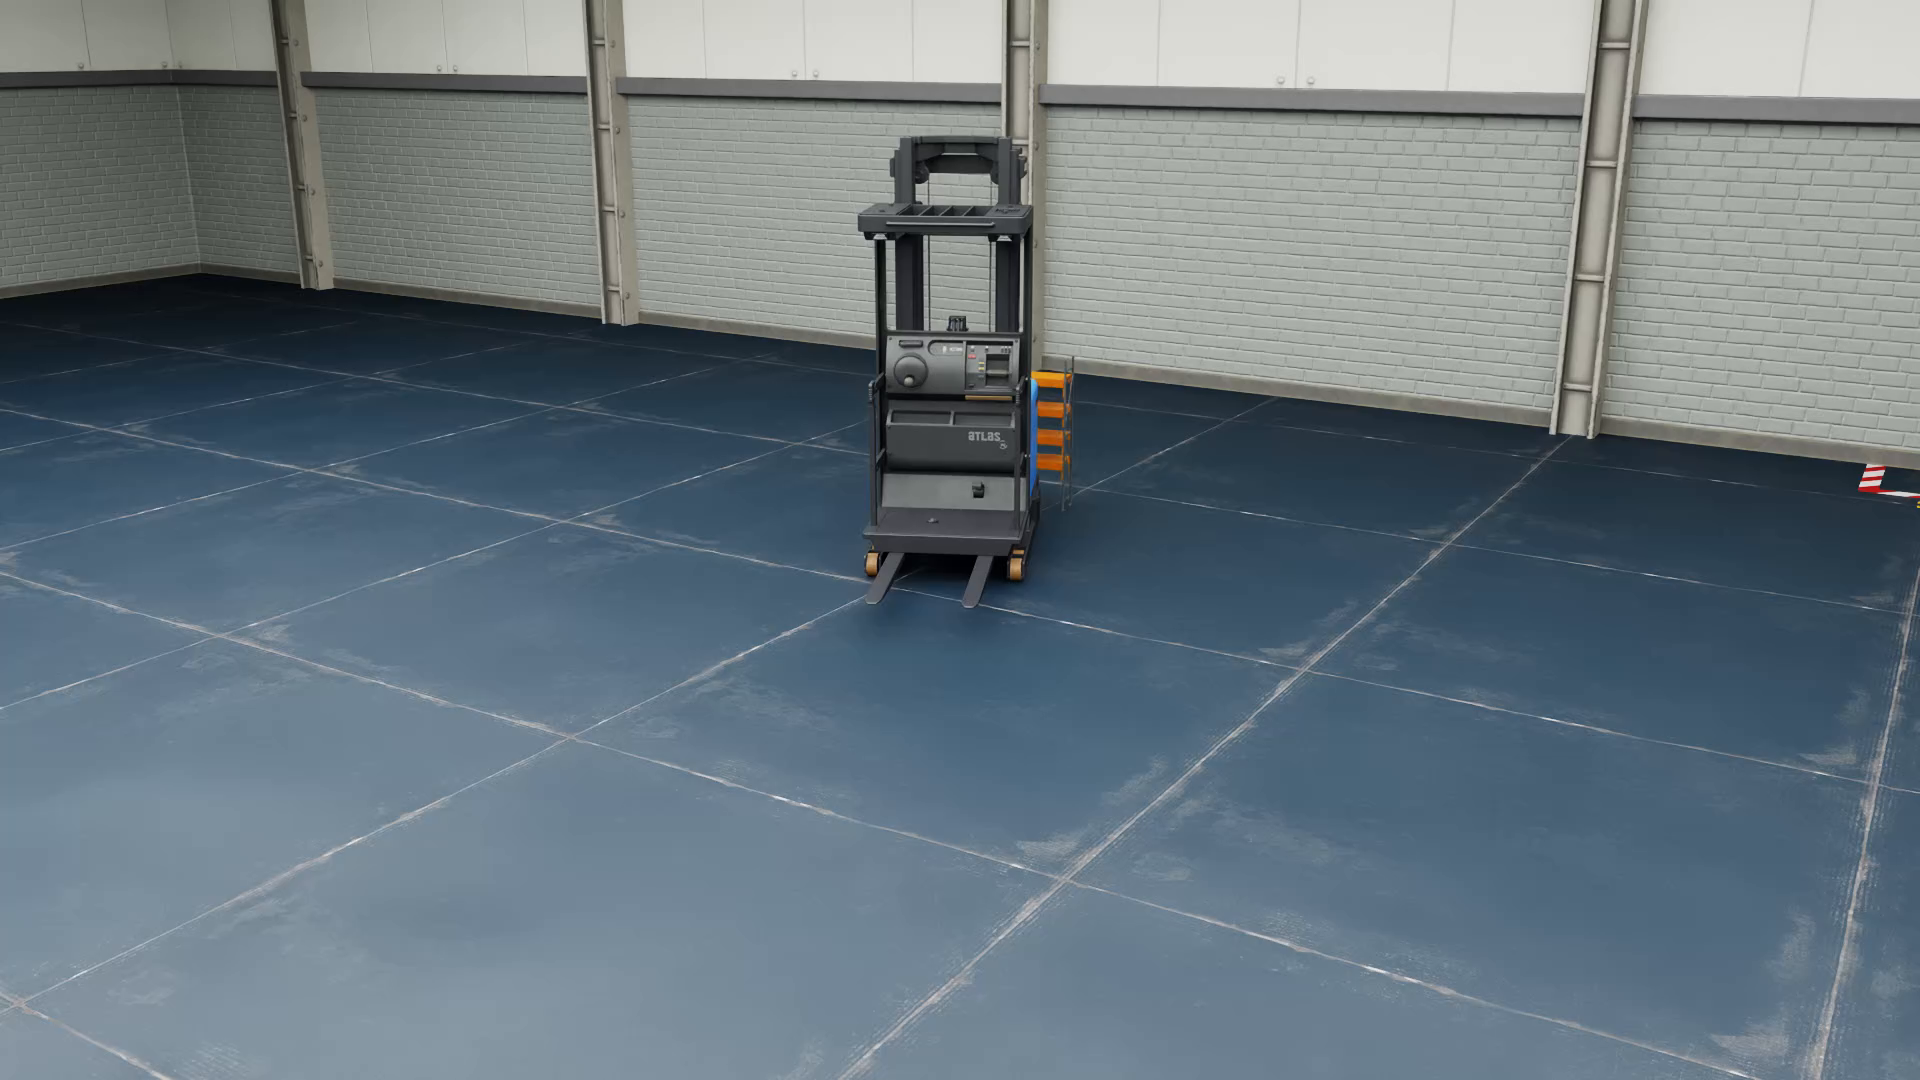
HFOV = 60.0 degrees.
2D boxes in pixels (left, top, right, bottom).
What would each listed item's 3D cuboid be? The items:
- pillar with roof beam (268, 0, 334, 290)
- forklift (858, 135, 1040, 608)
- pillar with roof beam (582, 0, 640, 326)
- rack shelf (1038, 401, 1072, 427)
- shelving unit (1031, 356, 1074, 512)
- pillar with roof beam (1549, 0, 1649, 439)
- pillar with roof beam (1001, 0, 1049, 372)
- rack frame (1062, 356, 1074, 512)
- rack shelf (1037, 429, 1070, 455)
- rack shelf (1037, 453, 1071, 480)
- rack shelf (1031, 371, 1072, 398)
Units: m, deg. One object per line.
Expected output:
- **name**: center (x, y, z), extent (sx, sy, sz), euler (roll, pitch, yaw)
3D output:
- **pillar with roof beam**: center (-11.789, -6.986, 19.897), extent (0.400, 9.000, 9.100), euler (10, 20, 30)
- **forklift**: center (-0.073, -1.222, 11.361), extent (1.130, 2.935, 3.031), euler (2, 17, 6)
- **pillar with roof beam**: center (-6.676, -6.073, 16.893), extent (0.400, 9.000, 9.100), euler (10, 20, 30)
- **rack shelf**: center (0.616, -1.001, 13.073), extent (0.480, 0.148, 0.258), euler (6, 18, 18)
- **shelving unit**: center (0.616, -0.851, 13.119), extent (0.503, 1.200, 0.258), euler (6, 18, 18)
- **pillar with roof beam**: center (3.549, -4.248, 10.884), extent (0.400, 9.000, 9.100), euler (10, 20, 30)
- **pillar with roof beam**: center (-1.563, -5.161, 13.888), extent (0.400, 9.000, 9.100), euler (10, 20, 30)
- **rack frame**: center (0.847, -0.828, 13.043), extent (0.015, 1.200, 0.240), euler (6, 18, 18)
- **rack shelf**: center (0.616, -0.787, 13.138), extent (0.480, 0.148, 0.258), euler (6, 18, 18)
- **rack shelf**: center (0.616, -0.597, 13.196), extent (0.480, 0.148, 0.258), euler (6, 18, 18)
- **rack shelf**: center (0.616, -1.227, 13.005), extent (0.480, 0.148, 0.258), euler (6, 18, 18)
